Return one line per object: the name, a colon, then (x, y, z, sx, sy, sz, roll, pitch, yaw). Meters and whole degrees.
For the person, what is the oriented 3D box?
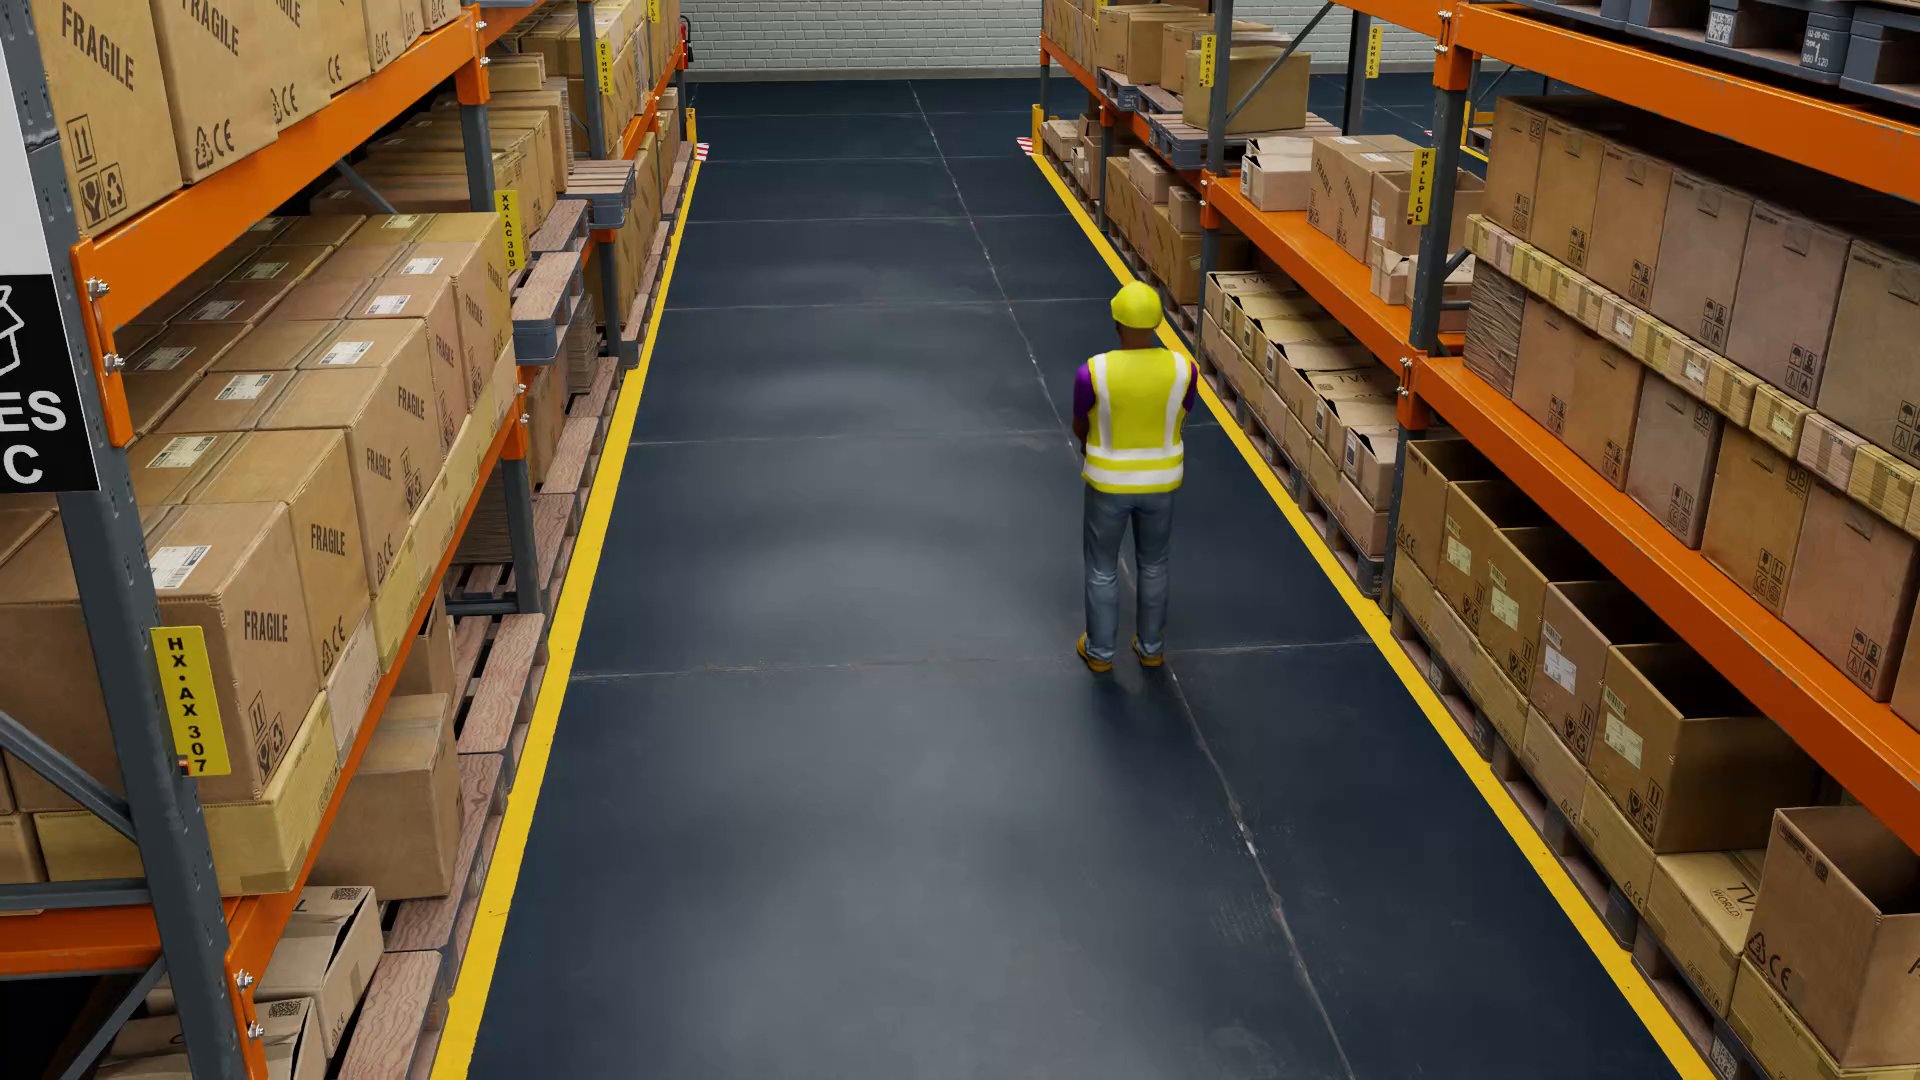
person: (0.722, -0.293, 7.241, 0.521, 1.767, 0.572, -2, 24, -5)
